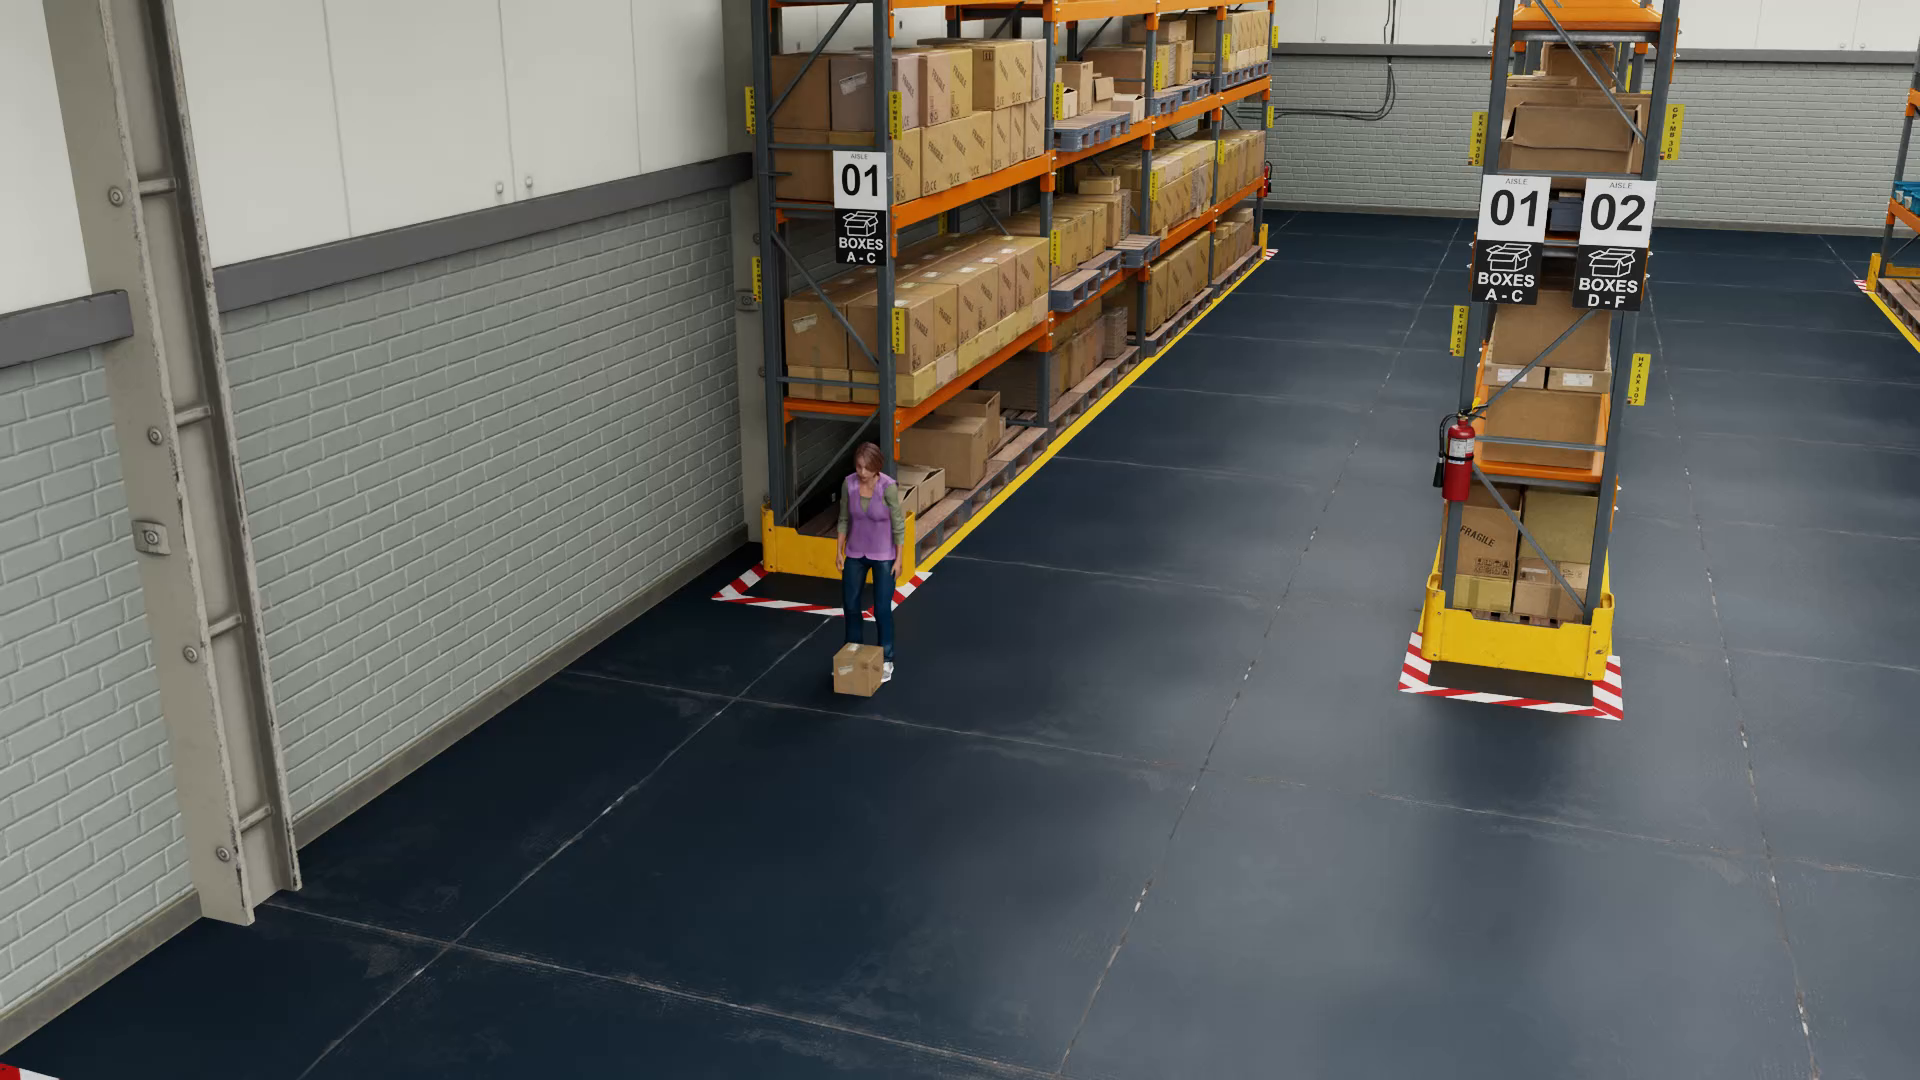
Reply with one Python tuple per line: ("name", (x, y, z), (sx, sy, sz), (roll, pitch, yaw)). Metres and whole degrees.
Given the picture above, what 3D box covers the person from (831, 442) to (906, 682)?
("person", (-0.584, 0.127, 10.714), (0.472, 1.590, 0.347), (5, 20, 16))
